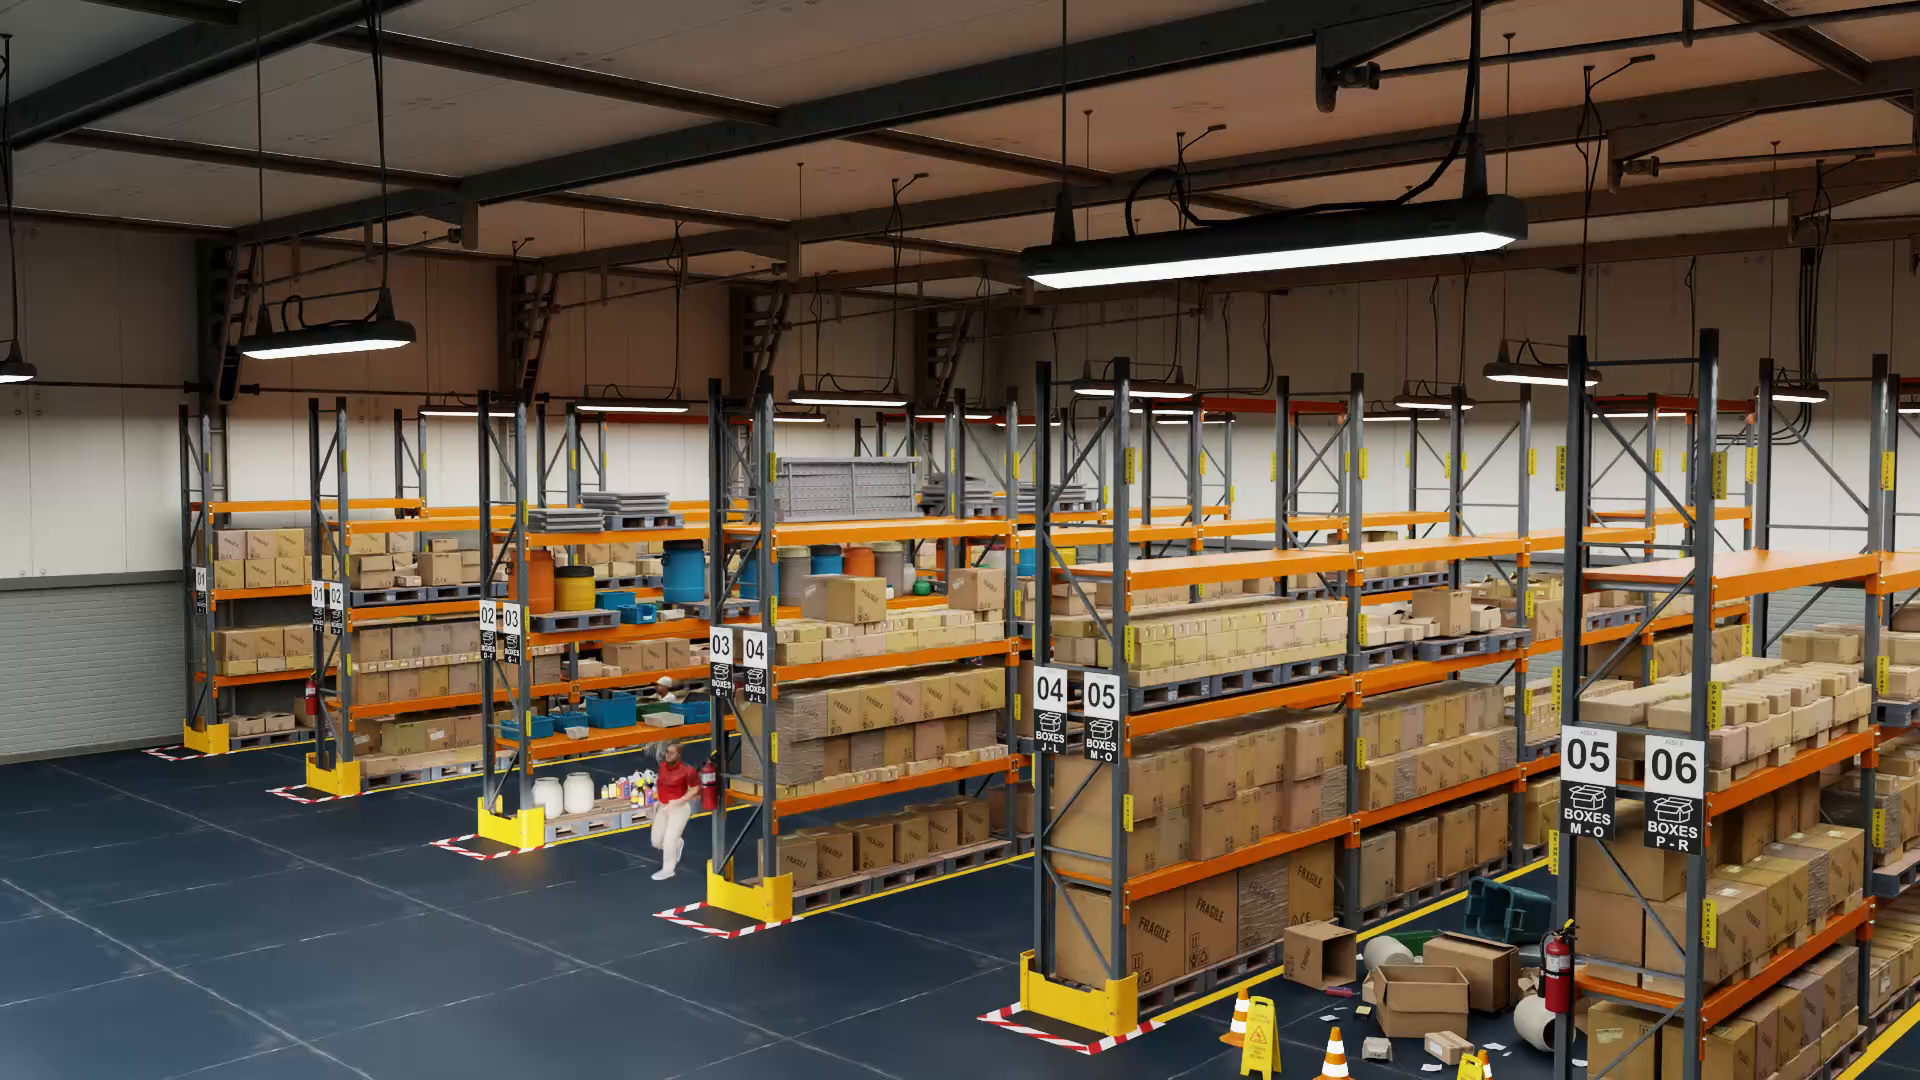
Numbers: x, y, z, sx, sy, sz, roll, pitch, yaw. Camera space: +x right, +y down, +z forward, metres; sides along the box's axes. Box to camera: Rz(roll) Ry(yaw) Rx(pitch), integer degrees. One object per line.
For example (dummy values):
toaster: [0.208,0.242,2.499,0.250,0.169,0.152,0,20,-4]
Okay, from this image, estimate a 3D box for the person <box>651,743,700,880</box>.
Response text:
person: [-3.432,3.284,20.210,0.654,1.671,0.612,2,3,27]

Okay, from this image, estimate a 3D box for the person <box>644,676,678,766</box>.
person: [-4.565,2.962,25.689,0.561,1.731,0.808,-2,4,-36]
